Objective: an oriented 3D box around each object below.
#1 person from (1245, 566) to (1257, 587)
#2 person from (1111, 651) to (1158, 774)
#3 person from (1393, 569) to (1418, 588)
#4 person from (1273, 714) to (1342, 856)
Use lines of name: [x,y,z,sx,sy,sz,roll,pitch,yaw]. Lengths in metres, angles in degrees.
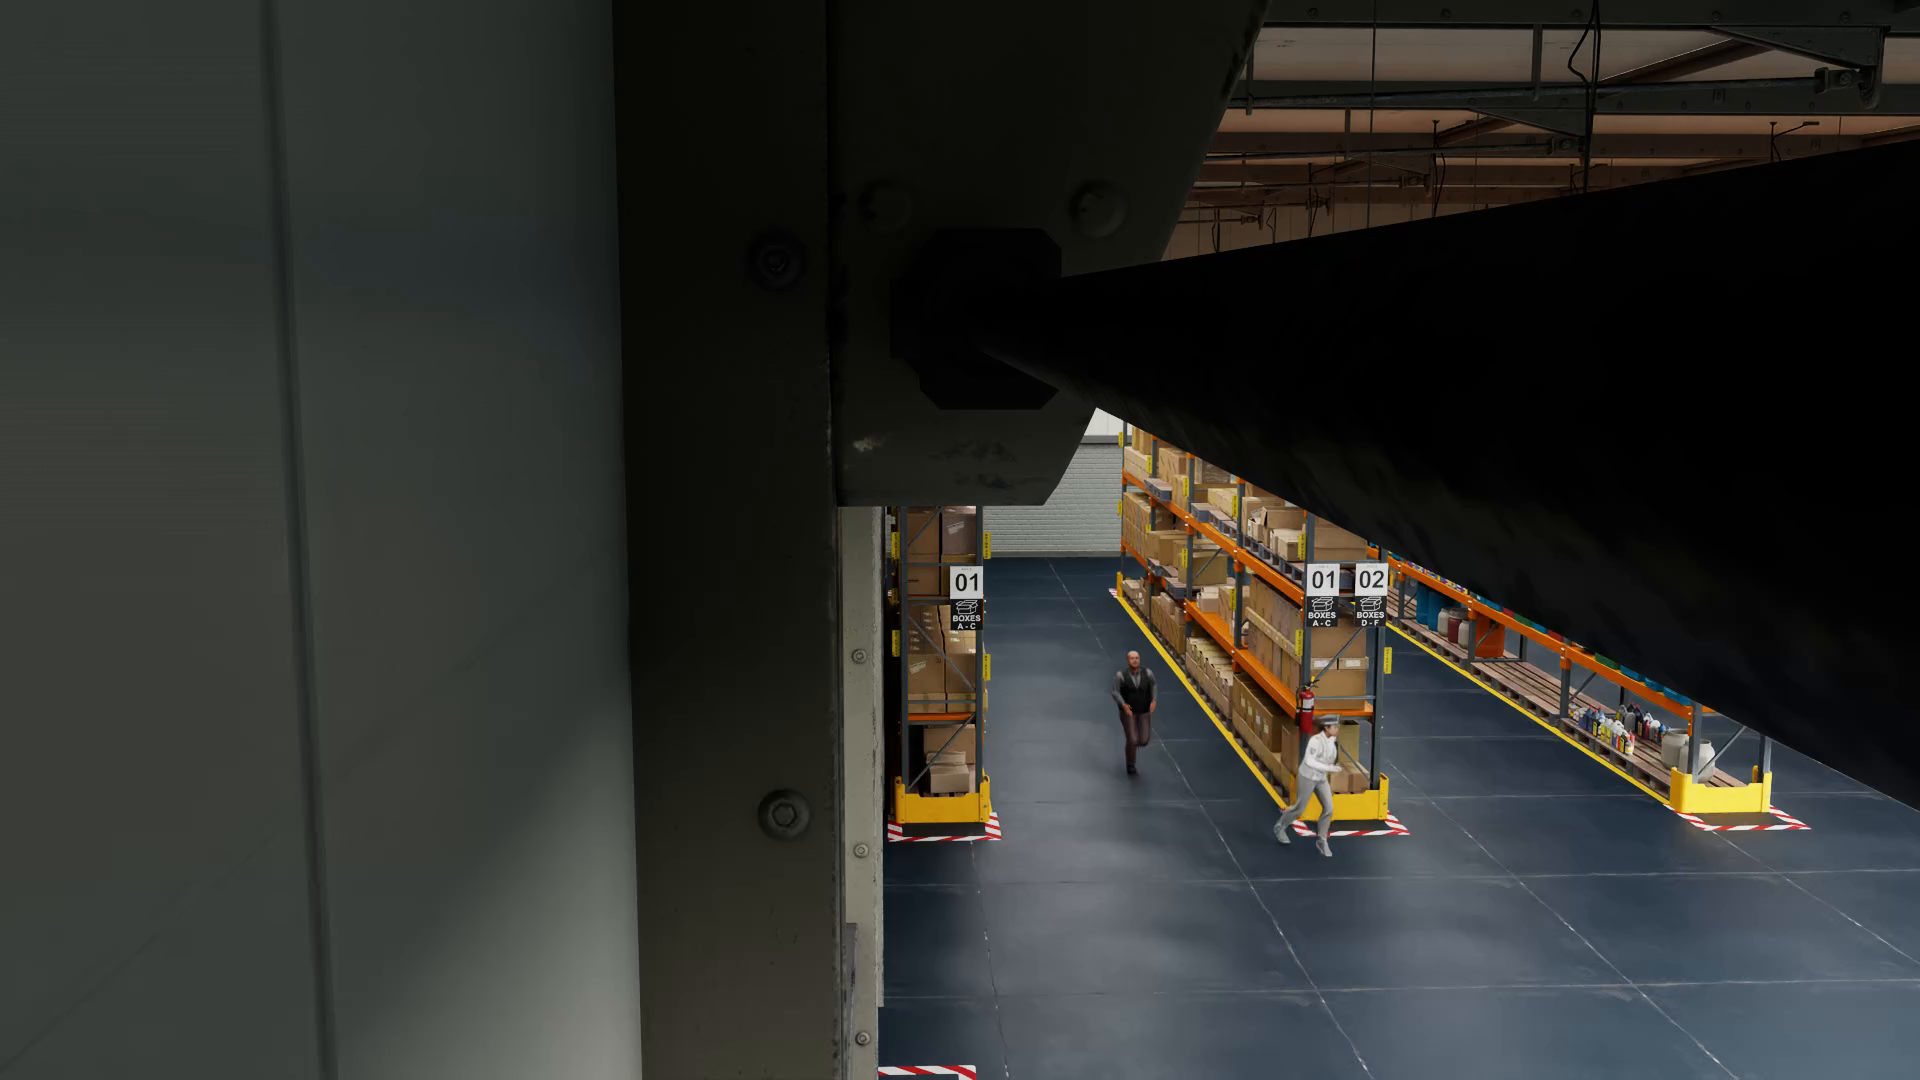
person: [6.008,0.702,34.025,0.714,1.731,0.791,-2,8,-11]
person: [2.383,2.334,22.638,0.675,1.686,0.653,-1,8,-7]
person: [9.994,0.252,37.357,0.674,1.698,0.654,6,10,36]
person: [4.126,2.831,19.475,0.671,1.707,0.839,-8,11,-43]
